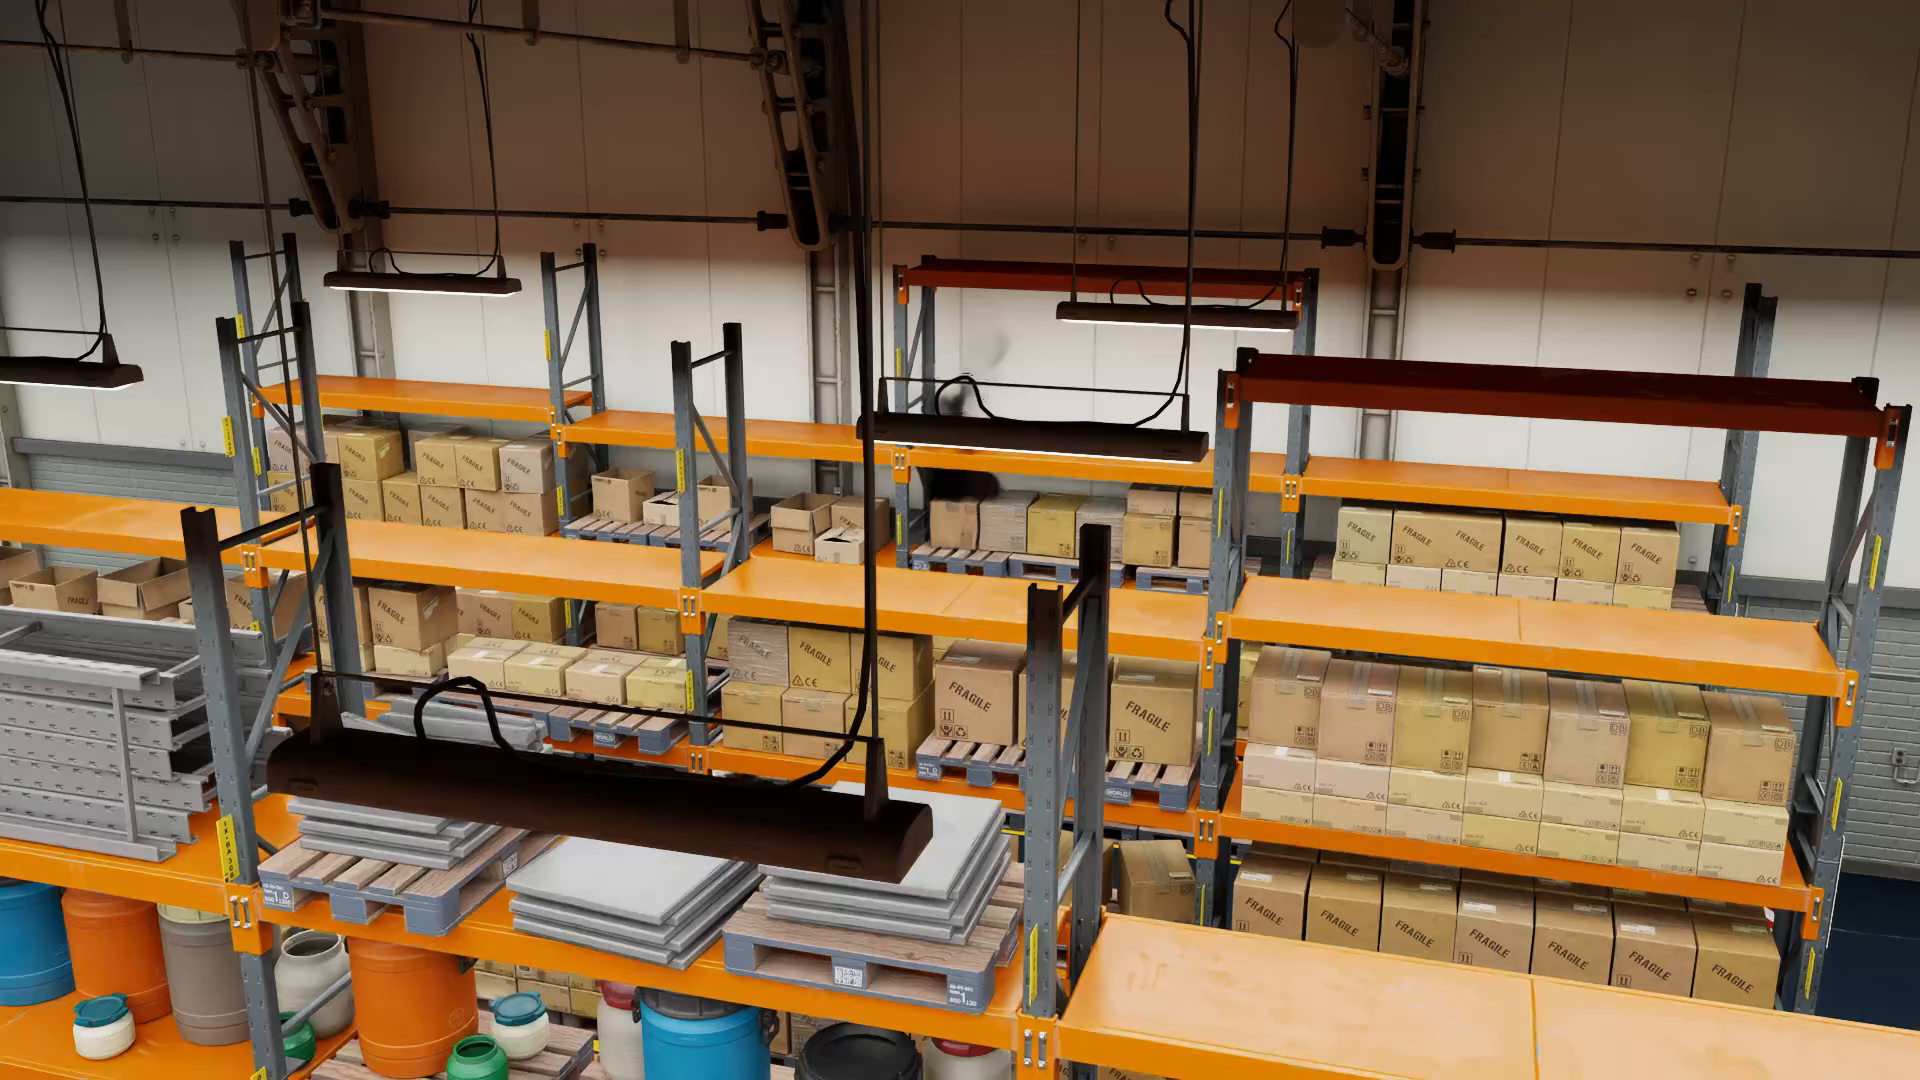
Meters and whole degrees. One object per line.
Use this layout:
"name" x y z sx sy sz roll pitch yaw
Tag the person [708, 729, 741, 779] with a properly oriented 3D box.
"person" -2.374 2.613 15.725 0.758 1.850 0.669 2 16 5
